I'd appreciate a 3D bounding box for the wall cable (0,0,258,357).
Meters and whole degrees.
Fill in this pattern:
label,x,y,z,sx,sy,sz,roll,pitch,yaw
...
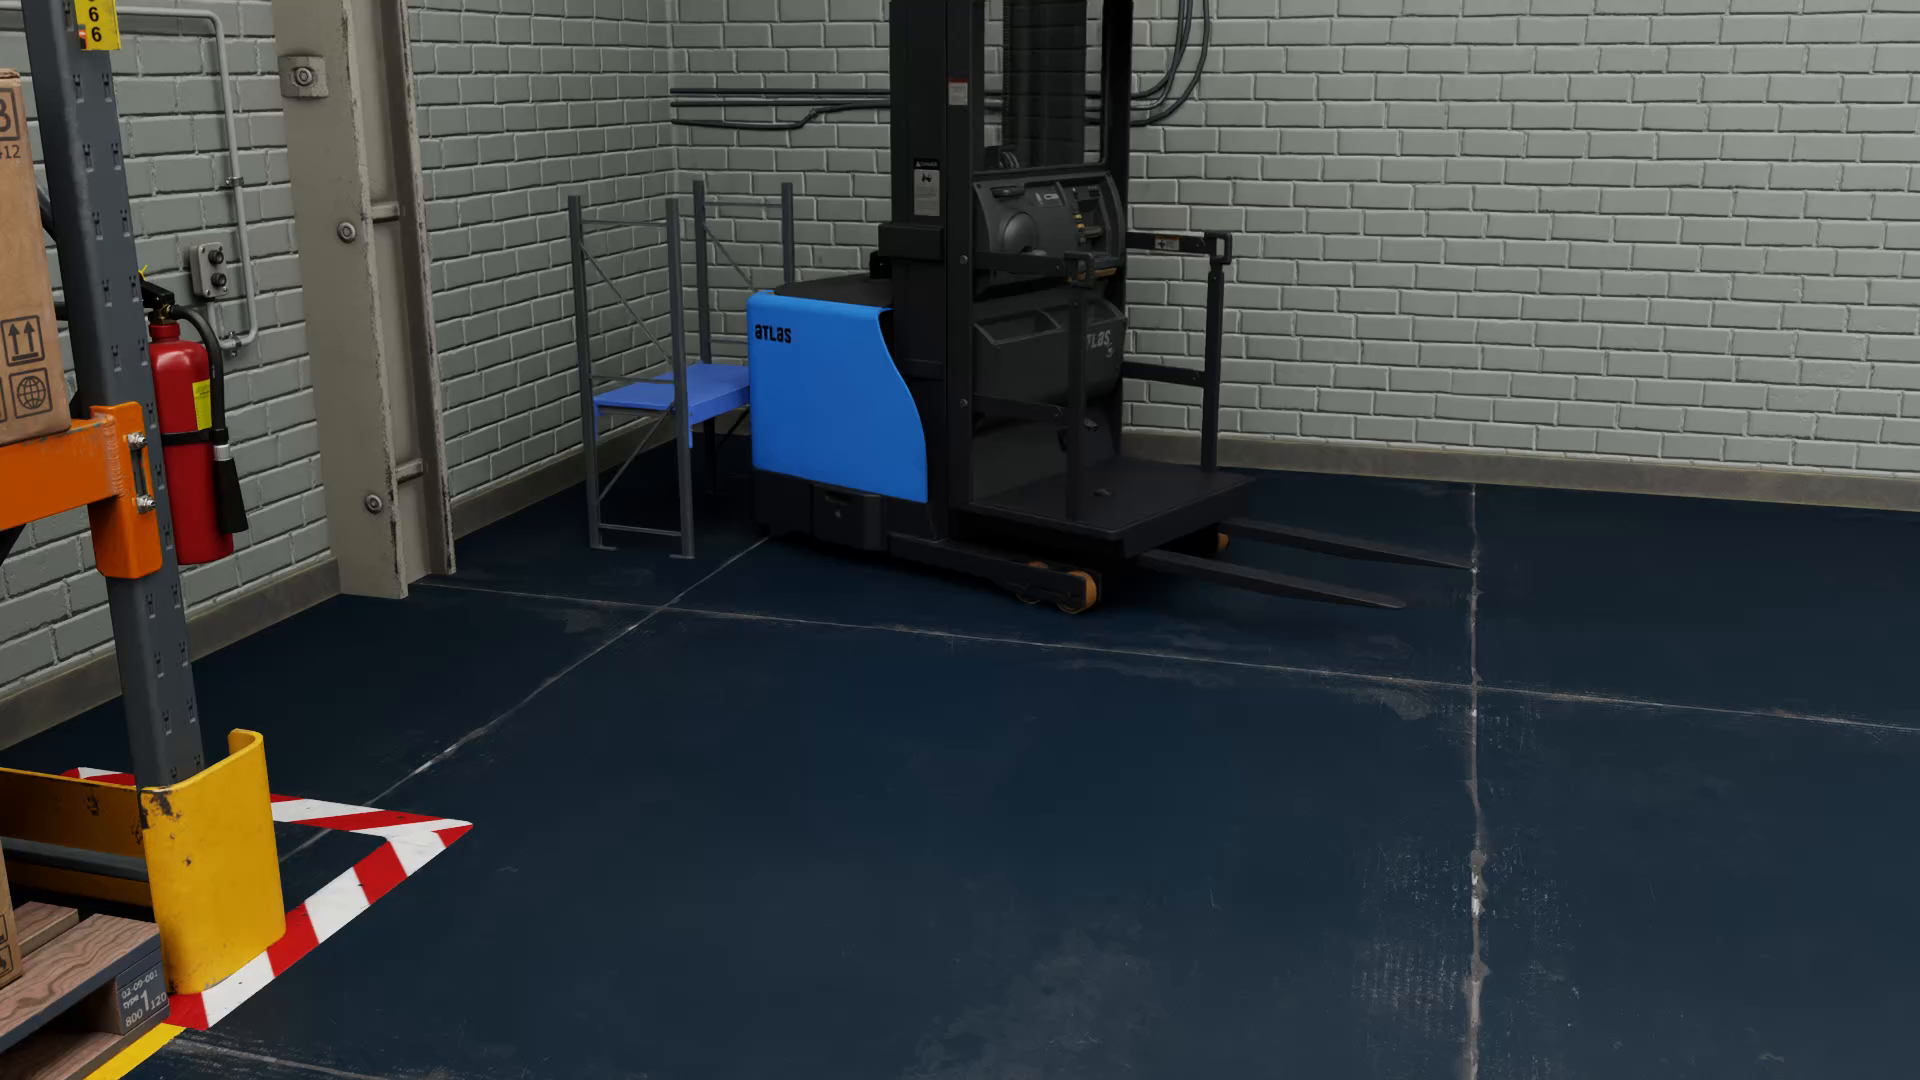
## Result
label,x,y,z,sx,sy,sz,roll,pitch,yaw
wall cable,-2.764,-1.399,4.902,0.084,1.984,1.851,5,16,16

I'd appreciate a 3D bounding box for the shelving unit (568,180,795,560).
label,x,y,z,sx,sy,sz,roll,pitch,yaw
shelving unit,-1.182,-0.794,7.380,0.538,1.500,1.048,6,17,20

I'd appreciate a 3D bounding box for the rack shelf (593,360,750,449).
label,x,y,z,sx,sy,sz,roll,pitch,yaw
rack shelf,-1.182,-0.621,7.430,0.538,0.185,1.000,6,17,20

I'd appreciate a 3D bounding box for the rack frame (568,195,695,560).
label,x,y,z,sx,sy,sz,roll,pitch,yaw
rack frame,-1.364,-0.665,6.924,0.500,1.500,0.032,6,17,20

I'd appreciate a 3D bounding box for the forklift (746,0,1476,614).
label,x,y,z,sx,sy,sz,roll,pitch,yaw
forklift,0.532,-1.291,6.508,3.031,2.935,1.130,12,20,37

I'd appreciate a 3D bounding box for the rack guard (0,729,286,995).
label,x,y,z,sx,sy,sz,roll,pitch,yaw
rack guard,-2.214,0.695,3.964,1.175,0.500,0.348,5,16,16

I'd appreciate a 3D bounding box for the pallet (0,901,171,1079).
label,x,y,z,sx,sy,sz,roll,pitch,yaw
pallet,-2.373,1.055,3.223,1.003,0.211,1.213,5,16,16

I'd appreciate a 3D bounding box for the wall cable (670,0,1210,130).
label,x,y,z,sx,sy,sz,roll,pitch,yaw
wall cable,-0.271,-3.346,8.325,3.097,2.526,0.112,5,16,16

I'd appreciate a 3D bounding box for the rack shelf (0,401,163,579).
label,x,y,z,sx,sy,sz,roll,pitch,yaw
rack shelf,-2.789,0.368,1.854,1.077,0.370,4.000,5,16,16

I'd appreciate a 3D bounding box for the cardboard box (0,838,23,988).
label,x,y,z,sx,sy,sz,roll,pitch,yaw
cardboard box,-2.324,0.690,3.212,0.700,0.500,0.500,5,16,16

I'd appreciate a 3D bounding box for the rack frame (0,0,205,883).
label,x,y,z,sx,sy,sz,roll,pitch,yaw
rack frame,-2.221,-0.502,3.601,1.000,3.000,0.127,5,16,16

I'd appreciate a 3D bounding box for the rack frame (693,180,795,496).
label,x,y,z,sx,sy,sz,roll,pitch,yaw
rack frame,-1.000,-0.924,7.837,0.500,1.500,0.032,6,17,20

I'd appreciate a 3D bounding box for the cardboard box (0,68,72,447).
label,x,y,z,sx,sy,sz,roll,pitch,yaw
cardboard box,-2.356,-0.512,3.087,0.980,0.700,0.700,5,17,18

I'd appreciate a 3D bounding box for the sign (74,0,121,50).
label,x,y,z,sx,sy,sz,roll,pitch,yaw
sign,-1.704,-1.127,3.249,0.100,0.325,0.005,5,16,16

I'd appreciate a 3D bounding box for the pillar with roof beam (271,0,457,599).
label,x,y,z,sx,sy,sz,roll,pitch,yaw
pillar with roof beam,1.845,-3.827,4.332,9.100,9.000,0.400,5,16,16

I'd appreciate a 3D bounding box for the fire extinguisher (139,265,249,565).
label,x,y,z,sx,sy,sz,roll,pitch,yaw
fire extinguisher,-1.735,-0.289,3.675,0.296,0.674,0.183,5,16,16
